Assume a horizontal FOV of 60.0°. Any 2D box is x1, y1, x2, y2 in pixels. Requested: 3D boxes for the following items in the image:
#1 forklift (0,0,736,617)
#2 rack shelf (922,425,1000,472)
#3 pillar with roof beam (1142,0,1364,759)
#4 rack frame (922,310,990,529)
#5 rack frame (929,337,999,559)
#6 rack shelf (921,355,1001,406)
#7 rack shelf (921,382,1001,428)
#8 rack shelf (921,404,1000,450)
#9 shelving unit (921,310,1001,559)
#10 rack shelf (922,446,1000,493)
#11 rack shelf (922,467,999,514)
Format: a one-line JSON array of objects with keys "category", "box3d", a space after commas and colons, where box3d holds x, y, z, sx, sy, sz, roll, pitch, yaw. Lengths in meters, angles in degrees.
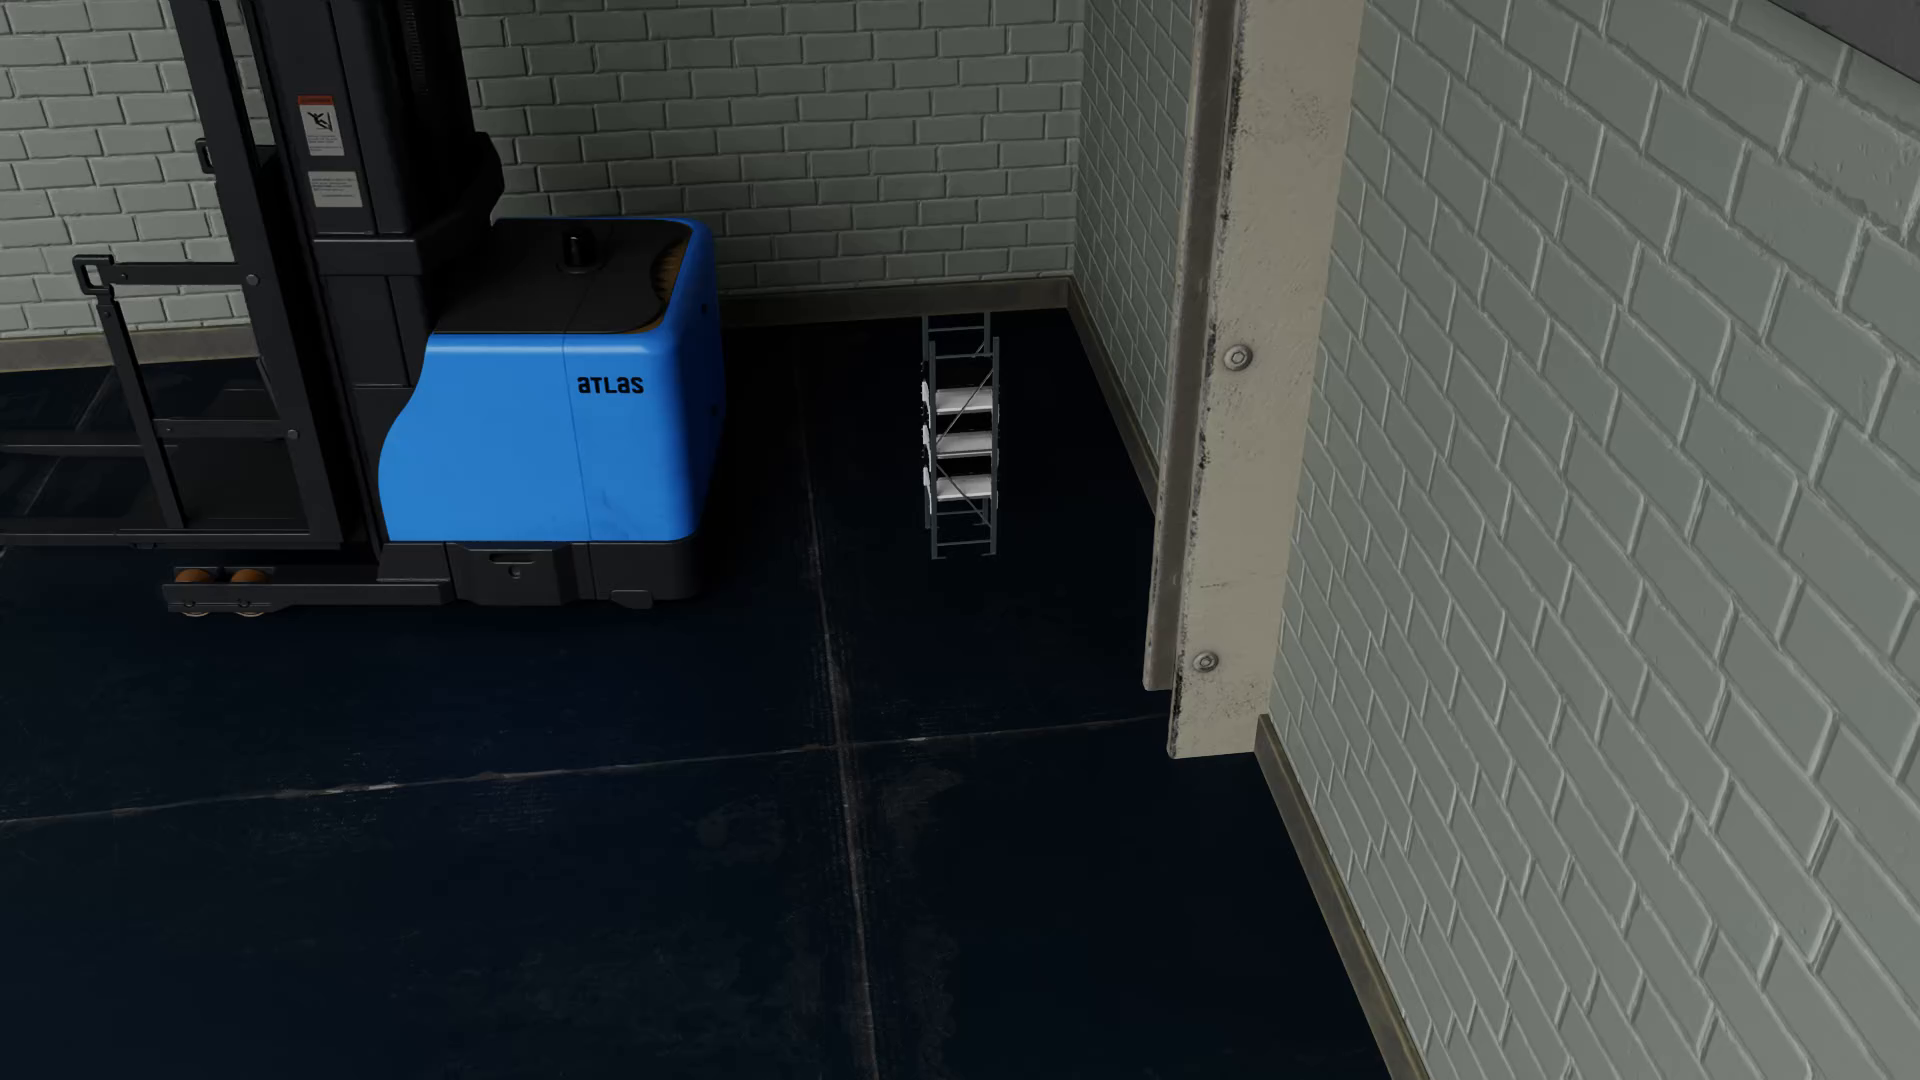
[{"category": "forklift", "box3d": [-2.405, -1.240, 5.467, 3.031, 2.935, 1.130, 0, 34, 0]}, {"category": "rack shelf", "box3d": [0.001, -0.340, 6.009, 0.258, 0.077, 0.200, -4, 35, -6]}, {"category": "pillar with roof beam", "box3d": [-3.477, -2.826, 2.405, 9.100, 9.000, 0.400, -4, 35, -6]}, {"category": "rack frame", "box3d": [-0.013, -0.424, 6.073, 0.240, 0.900, 0.006, -4, 35, -6]}, {"category": "rack frame", "box3d": [0.015, -0.311, 5.907, 0.240, 0.900, 0.006, -4, 35, -6]}, {"category": "rack shelf", "box3d": [0.001, -0.563, 5.857, 0.258, 0.077, 0.200, -4, 35, -6]}, {"category": "rack shelf", "box3d": [0.001, -0.489, 5.907, 0.258, 0.077, 0.200, -4, 35, -6]}, {"category": "rack shelf", "box3d": [0.001, -0.414, 5.958, 0.258, 0.077, 0.200, -4, 35, -6]}, {"category": "shelving unit", "box3d": [0.001, -0.367, 5.990, 0.258, 0.900, 0.210, -4, 35, -6]}, {"category": "rack shelf", "box3d": [0.001, -0.265, 6.059, 0.258, 0.077, 0.200, -4, 35, -6]}, {"category": "rack shelf", "box3d": [0.001, -0.191, 6.110, 0.258, 0.077, 0.200, -4, 35, -6]}]
